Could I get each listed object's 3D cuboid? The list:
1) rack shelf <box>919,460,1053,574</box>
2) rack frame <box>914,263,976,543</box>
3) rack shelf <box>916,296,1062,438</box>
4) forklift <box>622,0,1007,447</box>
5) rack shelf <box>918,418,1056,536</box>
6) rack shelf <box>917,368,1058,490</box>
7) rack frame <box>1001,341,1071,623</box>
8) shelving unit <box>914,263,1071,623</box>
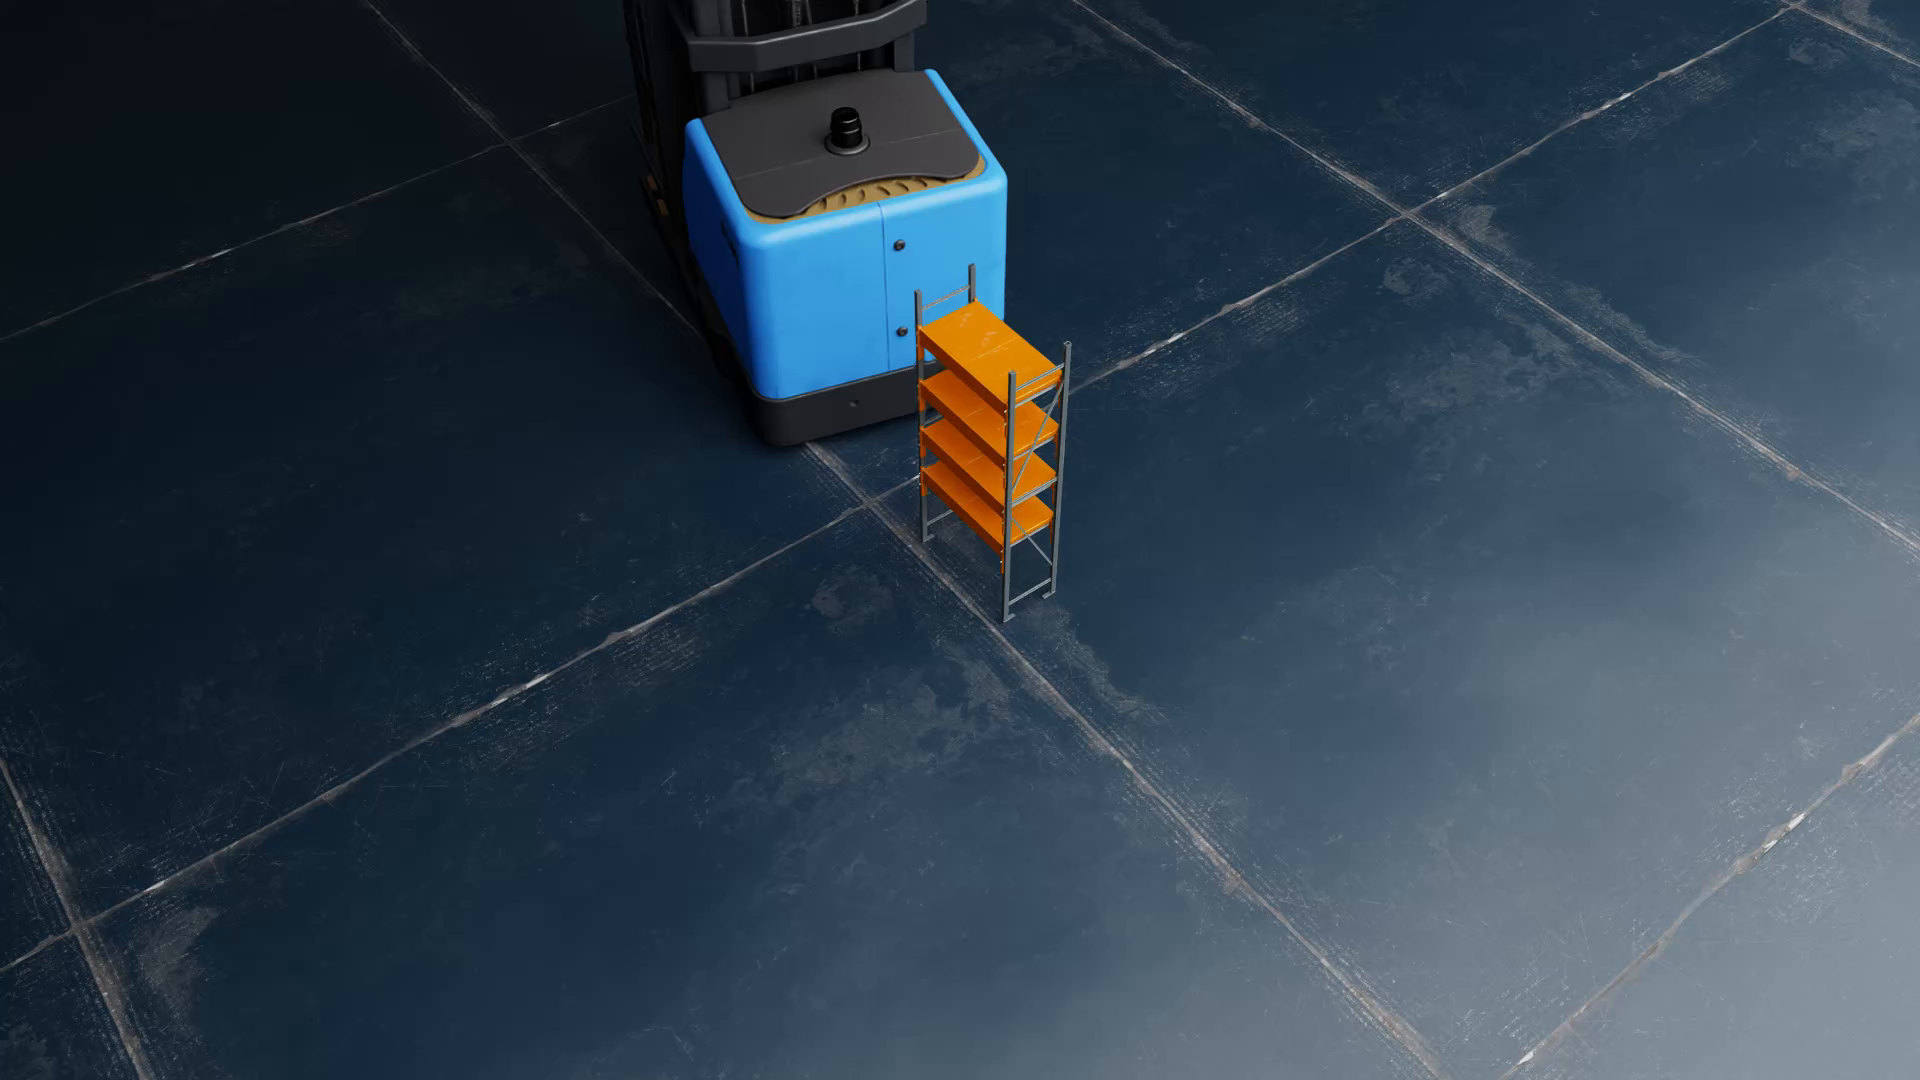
[{"bbox_3d":[0.100,-0.127,5.914,0.258,0.148,0.480,-29,54,-24],"label":"rack shelf"},{"bbox_3d":[-0.048,-0.449,5.847,0.240,1.200,0.015,-29,54,-24],"label":"rack frame"},{"bbox_3d":[0.100,-0.569,5.426,0.258,0.148,0.480,-29,54,-24],"label":"rack shelf"},{"bbox_3d":[-0.817,-2.462,6.504,1.130,2.935,3.031,-16,50,-14],"label":"forklift"},{"bbox_3d":[0.100,-0.260,5.767,0.258,0.148,0.480,-29,54,-24],"label":"rack shelf"},{"bbox_3d":[0.100,-0.410,5.601,0.258,0.148,0.480,-29,54,-24],"label":"rack shelf"},{"bbox_3d":[0.248,-0.162,5.587,0.240,1.200,0.015,-29,54,-24],"label":"rack frame"},{"bbox_3d":[0.100,-0.305,5.717,0.258,1.200,0.503,-29,54,-24],"label":"shelving unit"}]
